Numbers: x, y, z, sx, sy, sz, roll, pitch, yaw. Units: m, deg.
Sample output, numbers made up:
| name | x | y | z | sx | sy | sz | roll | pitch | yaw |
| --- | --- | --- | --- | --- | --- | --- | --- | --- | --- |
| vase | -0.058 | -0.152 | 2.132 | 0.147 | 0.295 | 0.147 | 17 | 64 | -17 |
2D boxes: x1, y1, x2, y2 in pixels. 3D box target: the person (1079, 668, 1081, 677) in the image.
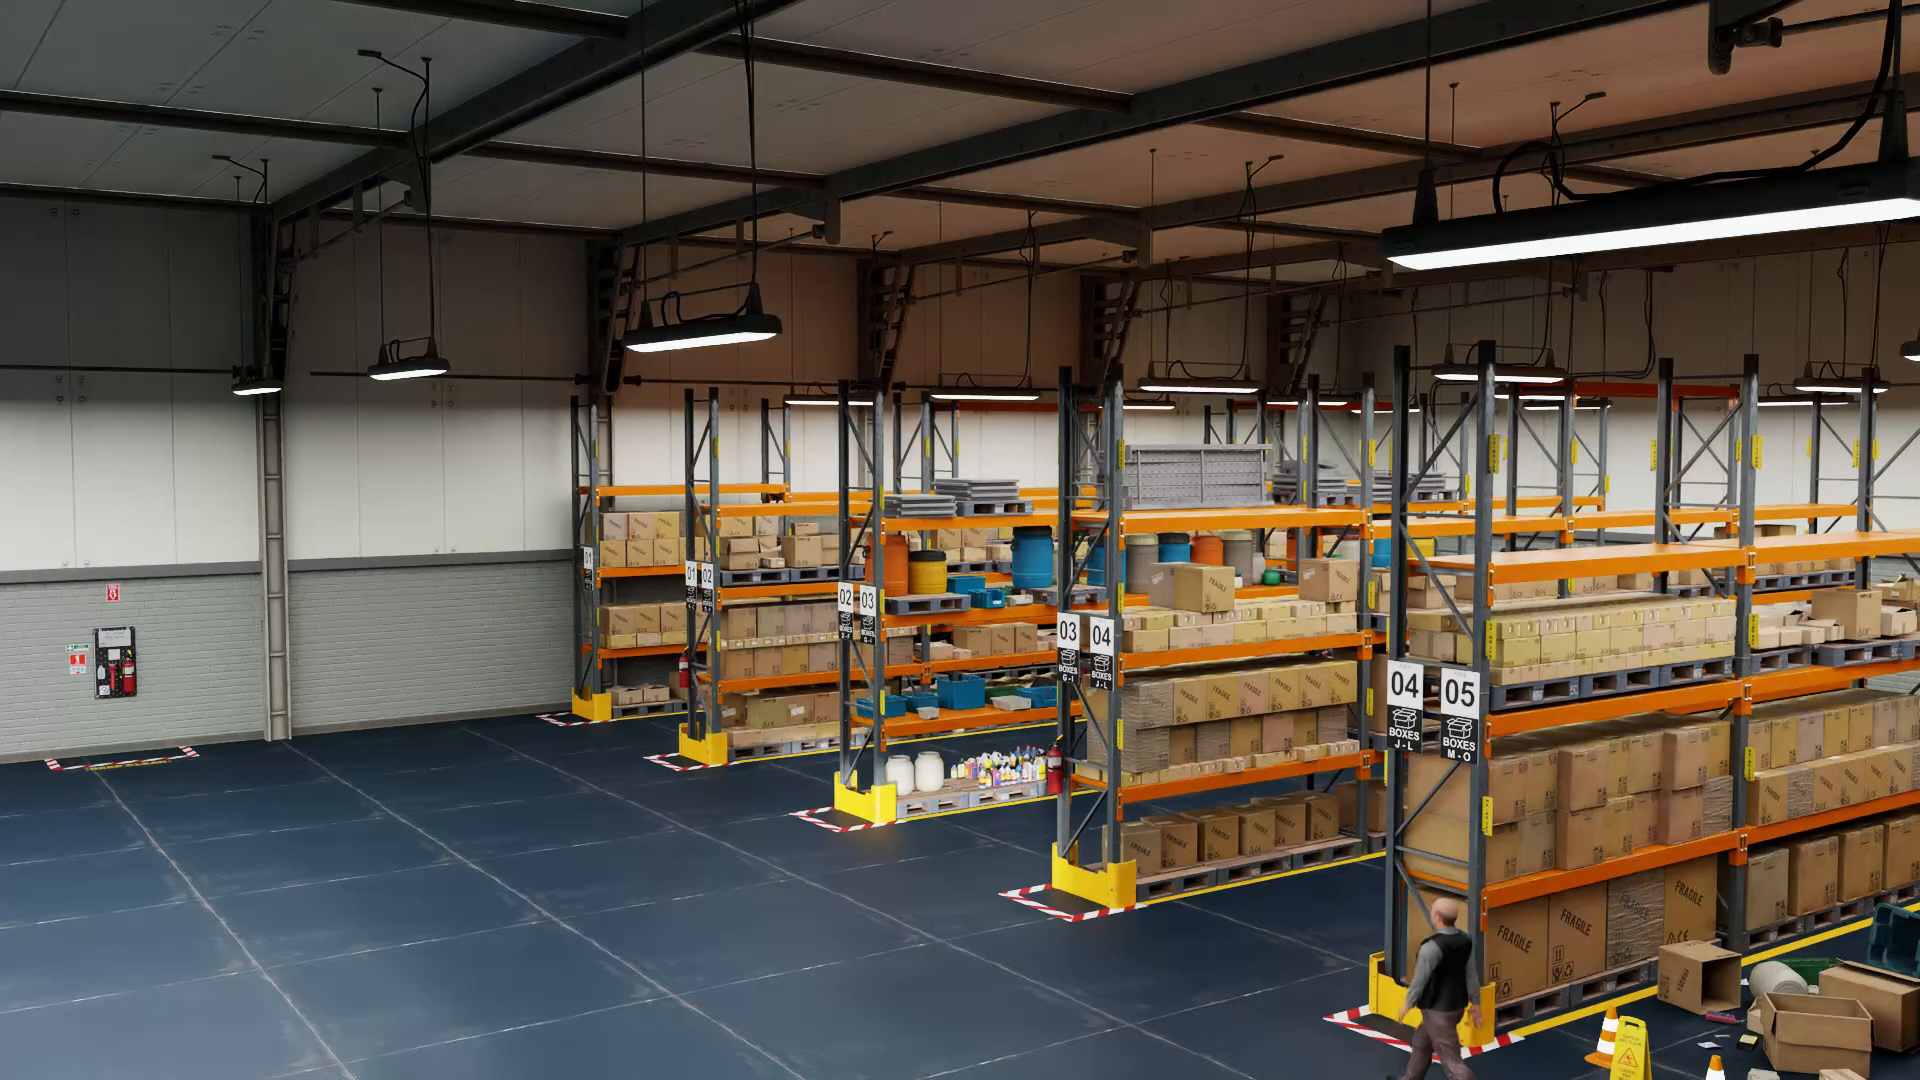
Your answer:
| name | x | y | z | sx | sy | sz | roll | pitch | yaw |
| --- | --- | --- | --- | --- | --- | --- | --- | --- | --- |
| person | 2.336 | 2.197 | 34.454 | 0.450 | 1.762 | 0.609 | -1 | 4 | -14 |

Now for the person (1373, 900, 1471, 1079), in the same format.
| name | x | y | z | sx | sy | sz | roll | pitch | yaw |
| --- | --- | --- | --- | --- | --- | --- | --- | --- | --- |
| person | 3.455 | 3.549 | 12.408 | 0.699 | 1.771 | 0.667 | -3 | 4 | -40 |
